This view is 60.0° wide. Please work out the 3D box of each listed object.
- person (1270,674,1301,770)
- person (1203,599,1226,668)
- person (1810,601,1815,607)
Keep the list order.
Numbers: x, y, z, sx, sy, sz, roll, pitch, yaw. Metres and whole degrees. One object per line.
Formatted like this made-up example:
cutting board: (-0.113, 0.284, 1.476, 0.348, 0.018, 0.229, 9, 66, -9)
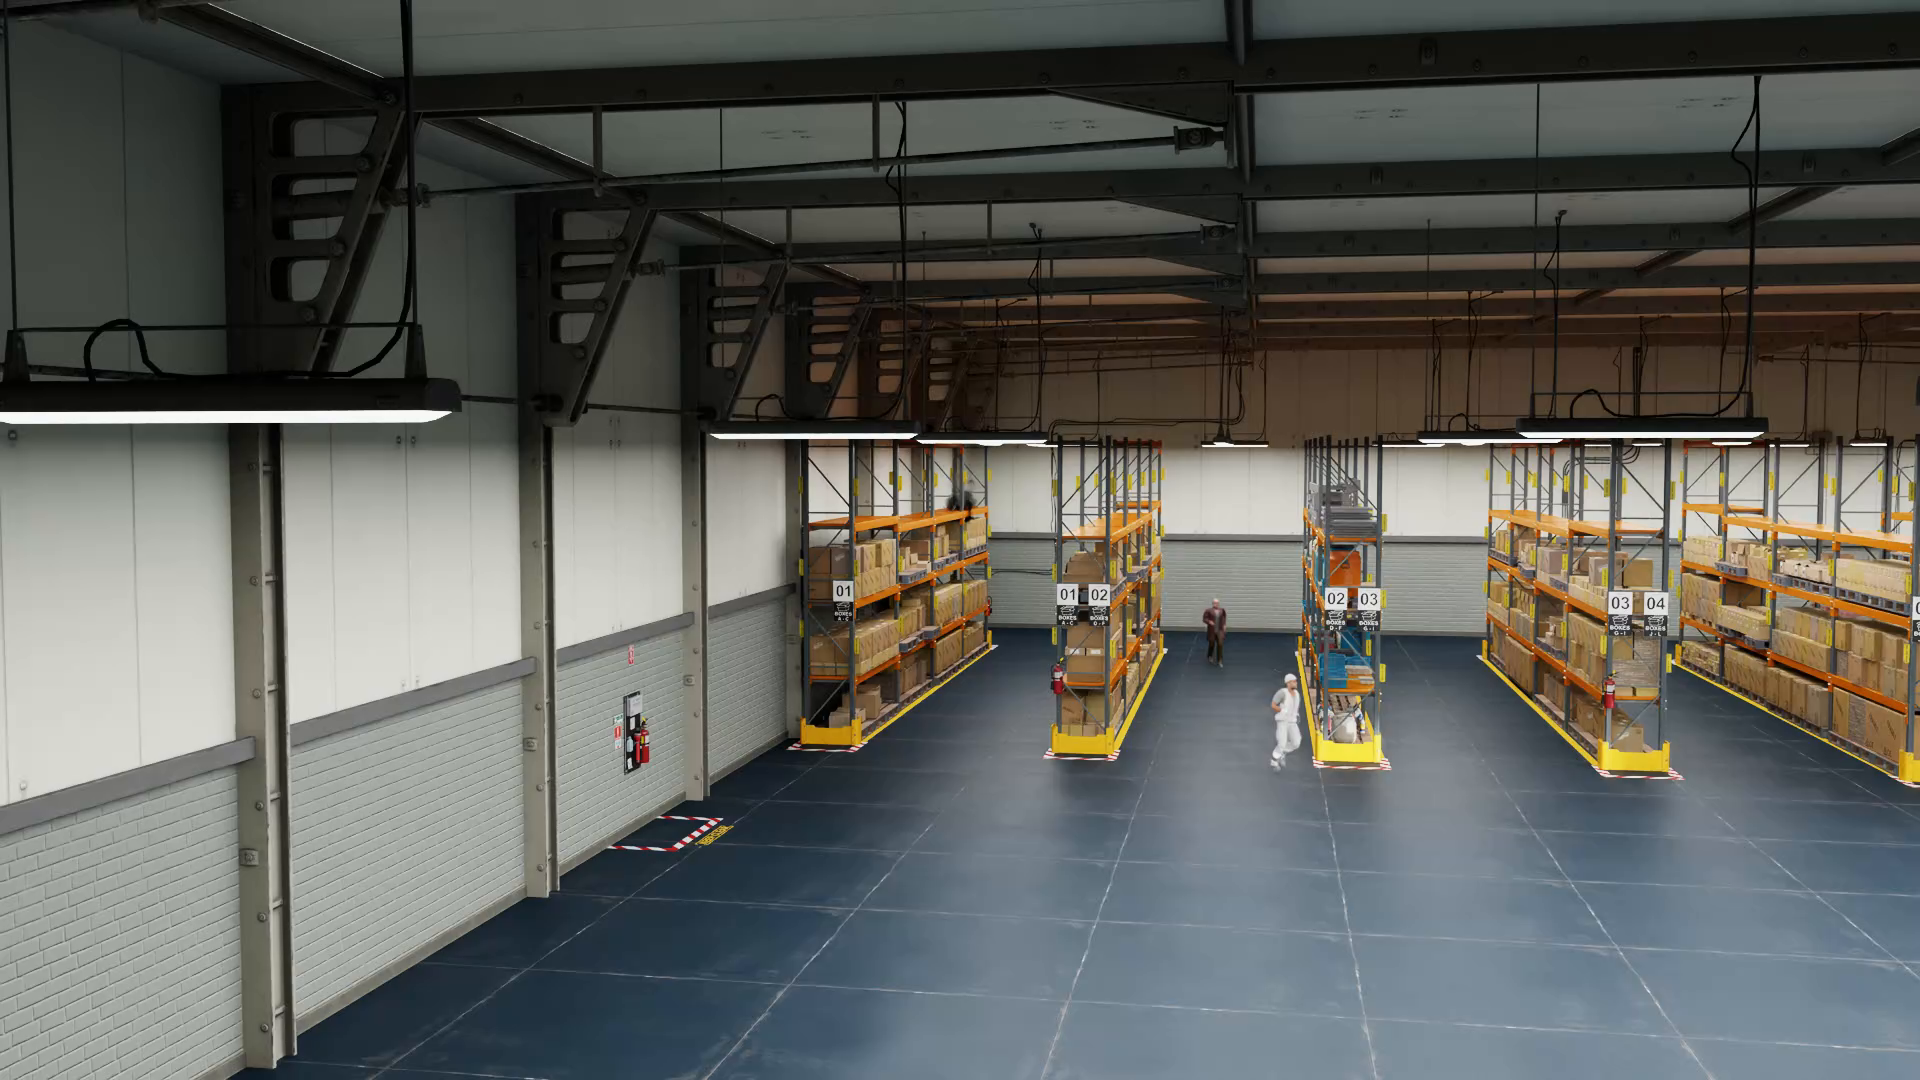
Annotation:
person: (5.871, 3.255, 29.731, 0.535, 1.708, 0.553, -2, 3, -26)
person: (6.752, 2.445, 44.113, 0.675, 1.804, 1.017, 0, 3, -2)
person: (23.335, 2.414, 45.215, 0.899, 1.739, 0.674, 1, 3, 17)
